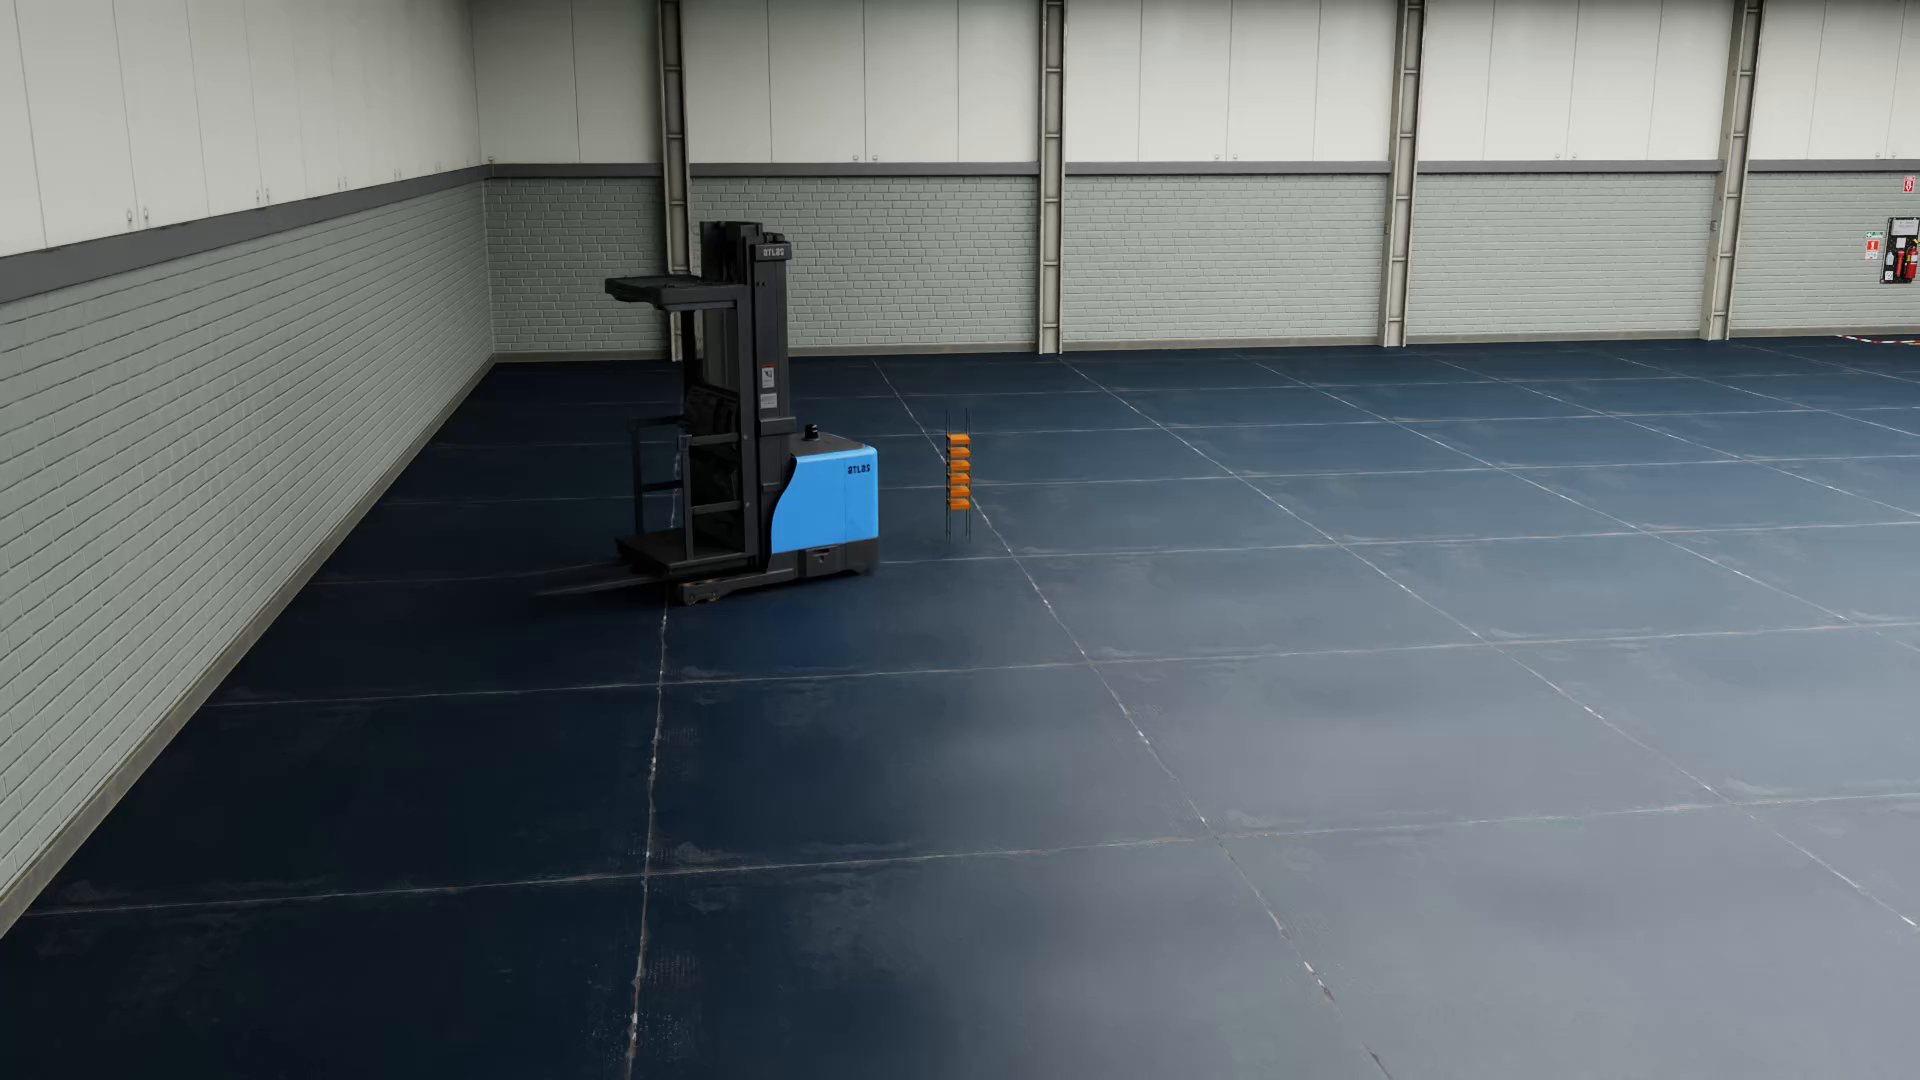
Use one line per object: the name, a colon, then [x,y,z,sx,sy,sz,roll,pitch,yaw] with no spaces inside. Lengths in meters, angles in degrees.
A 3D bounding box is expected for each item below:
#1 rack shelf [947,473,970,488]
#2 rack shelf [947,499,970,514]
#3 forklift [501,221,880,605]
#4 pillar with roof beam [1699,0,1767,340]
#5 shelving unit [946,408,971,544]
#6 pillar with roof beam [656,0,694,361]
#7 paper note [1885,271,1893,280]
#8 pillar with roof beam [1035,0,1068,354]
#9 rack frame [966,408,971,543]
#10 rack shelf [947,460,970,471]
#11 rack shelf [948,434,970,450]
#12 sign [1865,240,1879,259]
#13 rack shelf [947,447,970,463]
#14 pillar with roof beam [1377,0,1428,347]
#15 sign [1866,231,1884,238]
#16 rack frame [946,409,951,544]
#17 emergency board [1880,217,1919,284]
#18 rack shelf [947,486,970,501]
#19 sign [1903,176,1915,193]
rack shelf: [-0.014,-0.538,15.113,0.180,0.103,0.258,-2,14,-8]
rack shelf: [-0.014,-0.306,15.171,0.180,0.103,0.258,-2,14,-8]
forklift: [-2.193,-1.054,13.426,3.031,2.935,1.130,-9,17,-32]
pillar with roof beam: [13.988,-6.892,24.234,0.400,9.000,9.100,-2,14,-8]
shelving unit: [-0.014,-0.581,15.102,0.189,1.200,0.258,-2,14,-8]
pillar with roof beam: [-3.811,-6.240,21.633,0.400,9.000,9.100,-2,14,-8]
paper note: [16.645,-4.738,29.787,0.142,0.148,0.016,-2,14,-8]
pillar with roof beam: [2.122,-6.458,22.500,0.400,9.000,9.100,-2,14,-8]
rack frame: [0.076,-0.585,15.115,0.006,1.200,0.240,-2,14,-8]
rack shelf: [-0.014,-0.655,15.084,0.180,0.103,0.258,-2,14,-8]
rack shelf: [-0.014,-0.888,15.025,0.180,0.103,0.258,-2,14,-8]
sign: [16.268,-5.177,29.654,0.234,0.329,0.001,-2,14,-8]
rack shelf: [-0.014,-0.771,15.054,0.180,0.103,0.258,-2,14,-8]
pillar with roof beam: [8.055,-6.675,23.367,0.400,9.000,9.100,-2,14,-8]
sign: [16.274,-5.432,29.582,0.331,0.109,0.001,-2,14,-8]
rack frame: [-0.105,-0.578,15.089,0.006,1.200,0.240,-2,14,-8]
emergency board: [16.831,-5.155,29.639,0.643,1.169,0.194,-2,14,-8]
rack shelf: [-0.014,-0.422,15.142,0.180,0.103,0.258,-2,14,-8]
sign: [16.808,-6.303,29.452,0.199,0.298,0.001,-2,14,-8]
